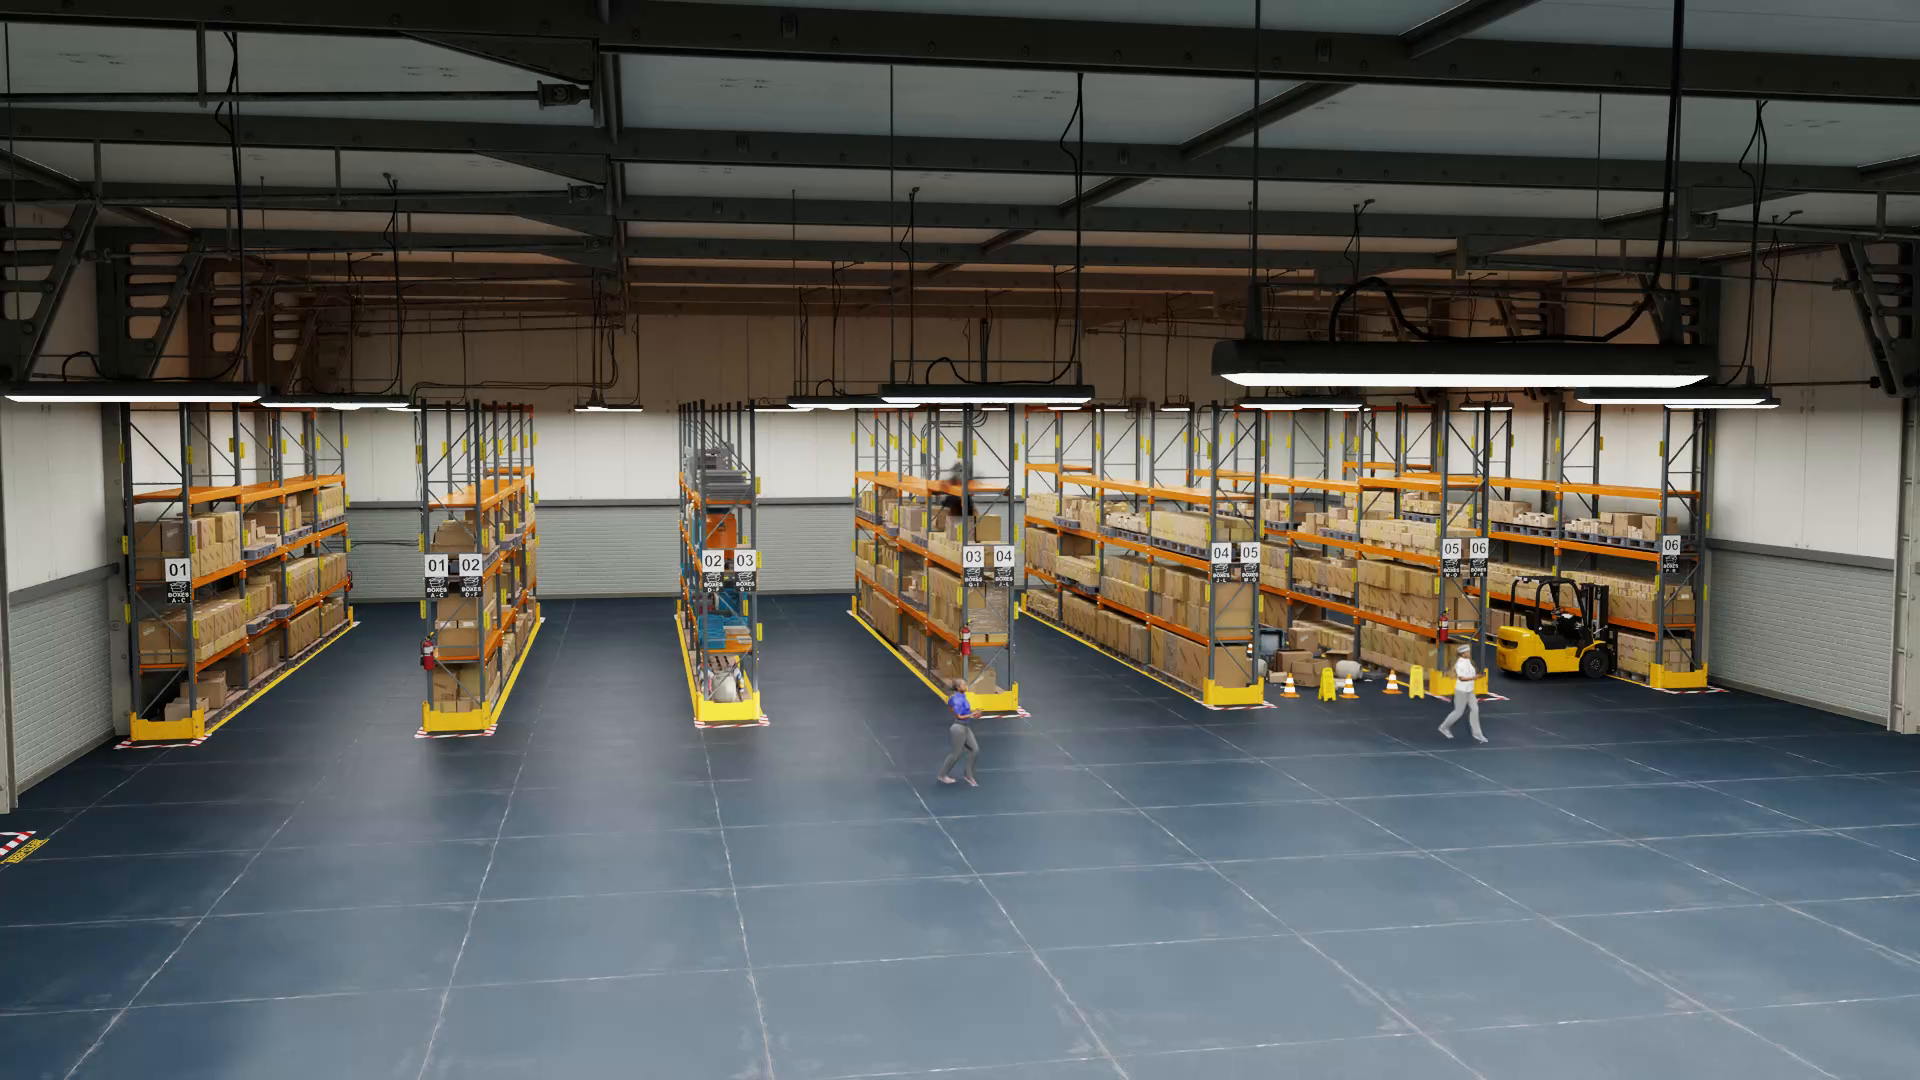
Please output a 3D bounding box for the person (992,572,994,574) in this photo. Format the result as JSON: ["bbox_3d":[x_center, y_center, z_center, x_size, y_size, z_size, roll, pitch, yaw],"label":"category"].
[{"bbox_3d":[0.754,1.396,47.455,0.731,1.464,0.971,0,4,-1],"label":"person"}]

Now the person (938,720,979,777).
[{"bbox_3d":[-0.024,3.202,25.573,0.608,0.914,0.371,1,4,11],"label":"person"}]

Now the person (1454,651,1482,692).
[{"bbox_3d":[8.848,2.293,29.002,0.601,0.693,0.570,3,5,33],"label":"person"}]

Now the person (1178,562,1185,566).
[{"bbox_3d":[6.847,1.111,50.890,0.524,1.387,0.684,0,4,-6],"label":"person"}]
